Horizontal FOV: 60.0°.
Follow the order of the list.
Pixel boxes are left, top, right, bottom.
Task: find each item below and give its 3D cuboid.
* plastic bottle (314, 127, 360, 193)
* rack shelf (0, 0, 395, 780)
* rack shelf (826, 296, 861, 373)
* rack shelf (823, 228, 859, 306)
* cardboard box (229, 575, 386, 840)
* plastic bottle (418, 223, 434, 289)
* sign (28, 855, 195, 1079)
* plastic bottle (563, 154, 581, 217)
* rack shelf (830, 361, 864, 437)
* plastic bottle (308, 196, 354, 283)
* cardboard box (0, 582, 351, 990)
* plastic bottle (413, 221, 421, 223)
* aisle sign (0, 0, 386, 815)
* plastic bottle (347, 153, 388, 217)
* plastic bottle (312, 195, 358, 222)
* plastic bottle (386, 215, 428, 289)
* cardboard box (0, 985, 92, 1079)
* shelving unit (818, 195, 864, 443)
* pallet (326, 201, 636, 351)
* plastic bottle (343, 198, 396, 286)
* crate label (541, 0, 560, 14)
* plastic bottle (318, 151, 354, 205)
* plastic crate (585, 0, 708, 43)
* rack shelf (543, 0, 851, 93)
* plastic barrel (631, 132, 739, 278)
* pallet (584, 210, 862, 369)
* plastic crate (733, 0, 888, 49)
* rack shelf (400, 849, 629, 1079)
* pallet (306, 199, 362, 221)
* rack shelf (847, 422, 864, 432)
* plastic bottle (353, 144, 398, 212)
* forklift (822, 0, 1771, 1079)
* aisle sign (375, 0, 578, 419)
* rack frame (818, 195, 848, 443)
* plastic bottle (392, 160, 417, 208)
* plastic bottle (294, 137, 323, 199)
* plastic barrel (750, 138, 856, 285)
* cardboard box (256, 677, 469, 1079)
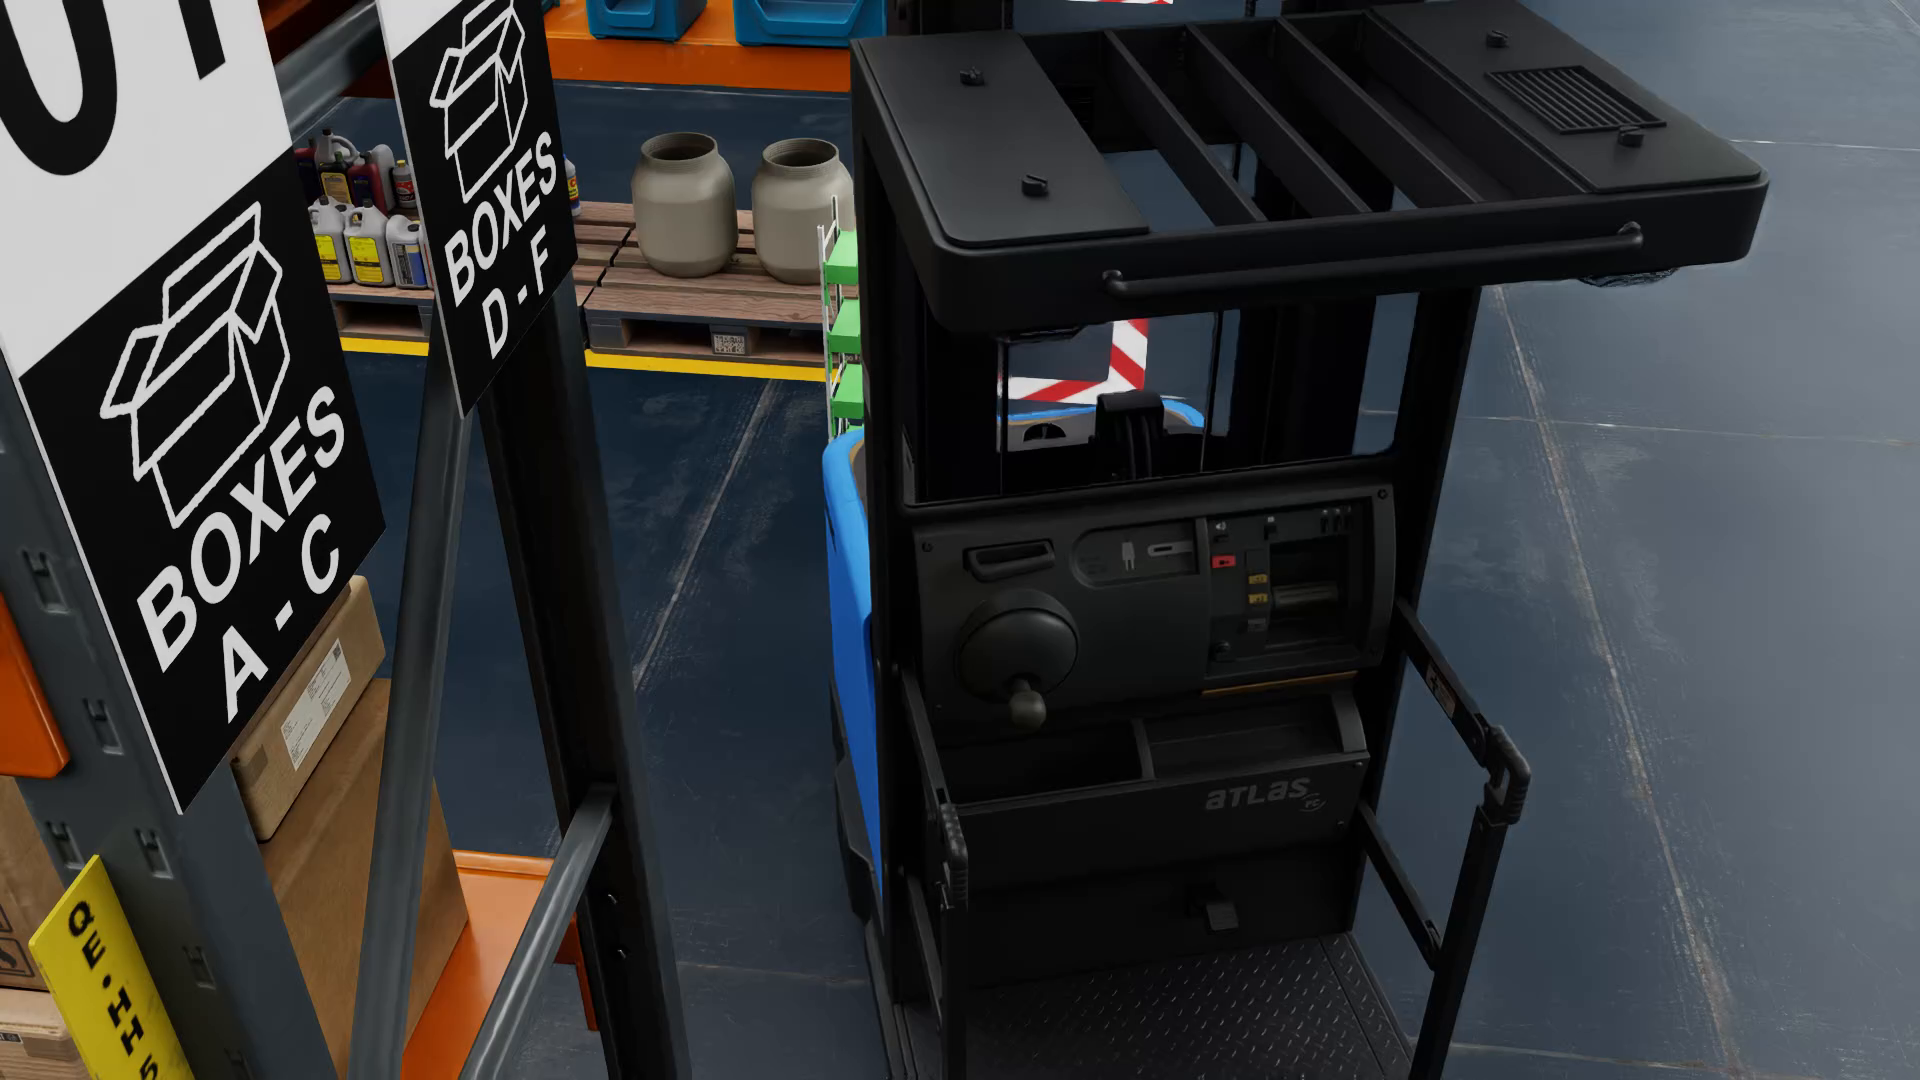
[{"bbox_3d":[-2.761,-1.665,7.403,0.185,0.351,0.144,4,36,6],"label":"plastic bottle"},{"bbox_3d":[-2.599,-0.410,1.780,4.000,0.370,1.077,4,36,6],"label":"rack shelf"},{"bbox_3d":[-0.164,-0.644,5.316,0.480,0.148,0.258,4,36,6],"label":"rack shelf"},{"bbox_3d":[-0.164,-0.839,5.177,0.480,0.148,0.258,4,36,6],"label":"rack shelf"},{"bbox_3d":[-0.977,0.208,2.232,0.250,0.149,0.380,4,36,6],"label":"cardboard box"},{"bbox_3d":[-2.104,-1.176,6.782,0.135,0.276,0.152,5,36,6],"label":"plastic bottle"},{"bbox_3d":[-0.698,0.410,1.393,0.005,0.325,0.100,4,36,6],"label":"sign"},{"bbox_3d":[-1.739,-1.570,7.338,0.097,0.271,0.097,0,36,0],"label":"plastic bottle"},{"bbox_3d":[-0.164,-0.449,5.456,0.480,0.148,0.258,4,36,6],"label":"rack shelf"},{"bbox_3d":[-2.591,-1.241,6.808,0.185,0.351,0.144,4,36,6],"label":"plastic bottle"},{"bbox_3d":[-1.129,0.051,1.893,0.500,0.500,0.700,4,36,6],"label":"cardboard box"},{"bbox_3d":[-2.244,-1.229,6.921,0.097,0.201,0.097,0,36,0],"label":"plastic bottle"},{"bbox_3d":[-0.587,-0.218,1.236,0.004,0.787,0.394,4,36,6],"label":"aisle sign"},{"bbox_3d":[-2.614,-1.562,7.316,0.133,0.283,0.061,4,36,6],"label":"plastic bottle"},{"bbox_3d":[-2.597,-1.297,6.952,0.135,0.276,0.152,4,36,6],"label":"plastic bottle"},{"bbox_3d":[-2.242,-1.186,6.796,0.135,0.276,0.152,3,36,5],"label":"plastic bottle"},{"bbox_3d":[-1.018,0.443,1.903,0.250,0.149,0.380,4,36,5],"label":"cardboard box"},{"bbox_3d":[-0.164,-0.501,5.419,0.503,1.200,0.258,4,36,6],"label":"shelving unit"},{"bbox_3d":[-2.073,-1.186,7.231,1.213,0.211,1.003,4,36,6],"label":"pallet"},{"bbox_3d":[-2.407,-1.227,6.788,0.185,0.351,0.144,6,36,8],"label":"plastic bottle"},{"bbox_3d":[-1.840,-2.183,6.196,0.616,0.435,0.502,4,36,6],"label":"crate label"},{"bbox_3d":[-2.749,-1.577,7.337,0.133,0.283,0.061,4,36,6],"label":"plastic bottle"},{"bbox_3d":[-1.158,-2.043,6.159,0.408,0.251,0.499,4,36,6],"label":"plastic crate"},{"bbox_3d":[-1.964,-2.043,6.650,4.000,0.370,1.077,4,36,6],"label":"rack shelf"},{"bbox_3d":[-1.140,-1.388,6.893,0.421,0.512,0.421,0,36,0],"label":"plastic barrel"},{"bbox_3d":[-0.867,-1.095,7.102,1.213,0.211,1.003,4,36,6],"label":"pallet"},{"bbox_3d":[-0.515,-1.992,6.087,0.616,0.251,0.499,4,36,6],"label":"plastic crate"},{"bbox_3d":[-2.599,0.811,2.651,4.000,0.370,1.077,4,36,6],"label":"rack shelf"},{"bbox_3d":[-3.287,-1.275,7.355,1.213,0.211,1.003,4,36,6],"label":"pallet"},{"bbox_3d":[-0.164,-0.253,5.595,0.480,0.148,0.258,4,36,6],"label":"rack shelf"},{"bbox_3d":[-2.601,-1.620,7.404,0.135,0.276,0.152,5,36,7],"label":"plastic bottle"},{"bbox_3d":[0.421,0.183,2.971,1.130,2.935,3.031,-7,36,-9],"label":"forklift"},{"bbox_3d":[-0.511,-0.564,1.720,0.004,0.787,0.394,4,36,6],"label":"aisle sign"},{"bbox_3d":[-0.406,-0.519,5.444,0.015,1.200,0.240,4,36,6],"label":"rack frame"},{"bbox_3d":[-2.480,-1.597,7.436,0.097,0.201,0.097,0,36,0],"label":"plastic bottle"},{"bbox_3d":[-2.915,-1.674,7.472,0.133,0.283,0.061,7,36,9],"label":"plastic bottle"},{"bbox_3d":[-0.643,-1.351,6.841,0.421,0.512,0.421,0,36,0],"label":"plastic barrel"},{"bbox_3d":[-1.076,0.583,2.265,0.500,0.500,0.700,4,36,6],"label":"cardboard box"}]
